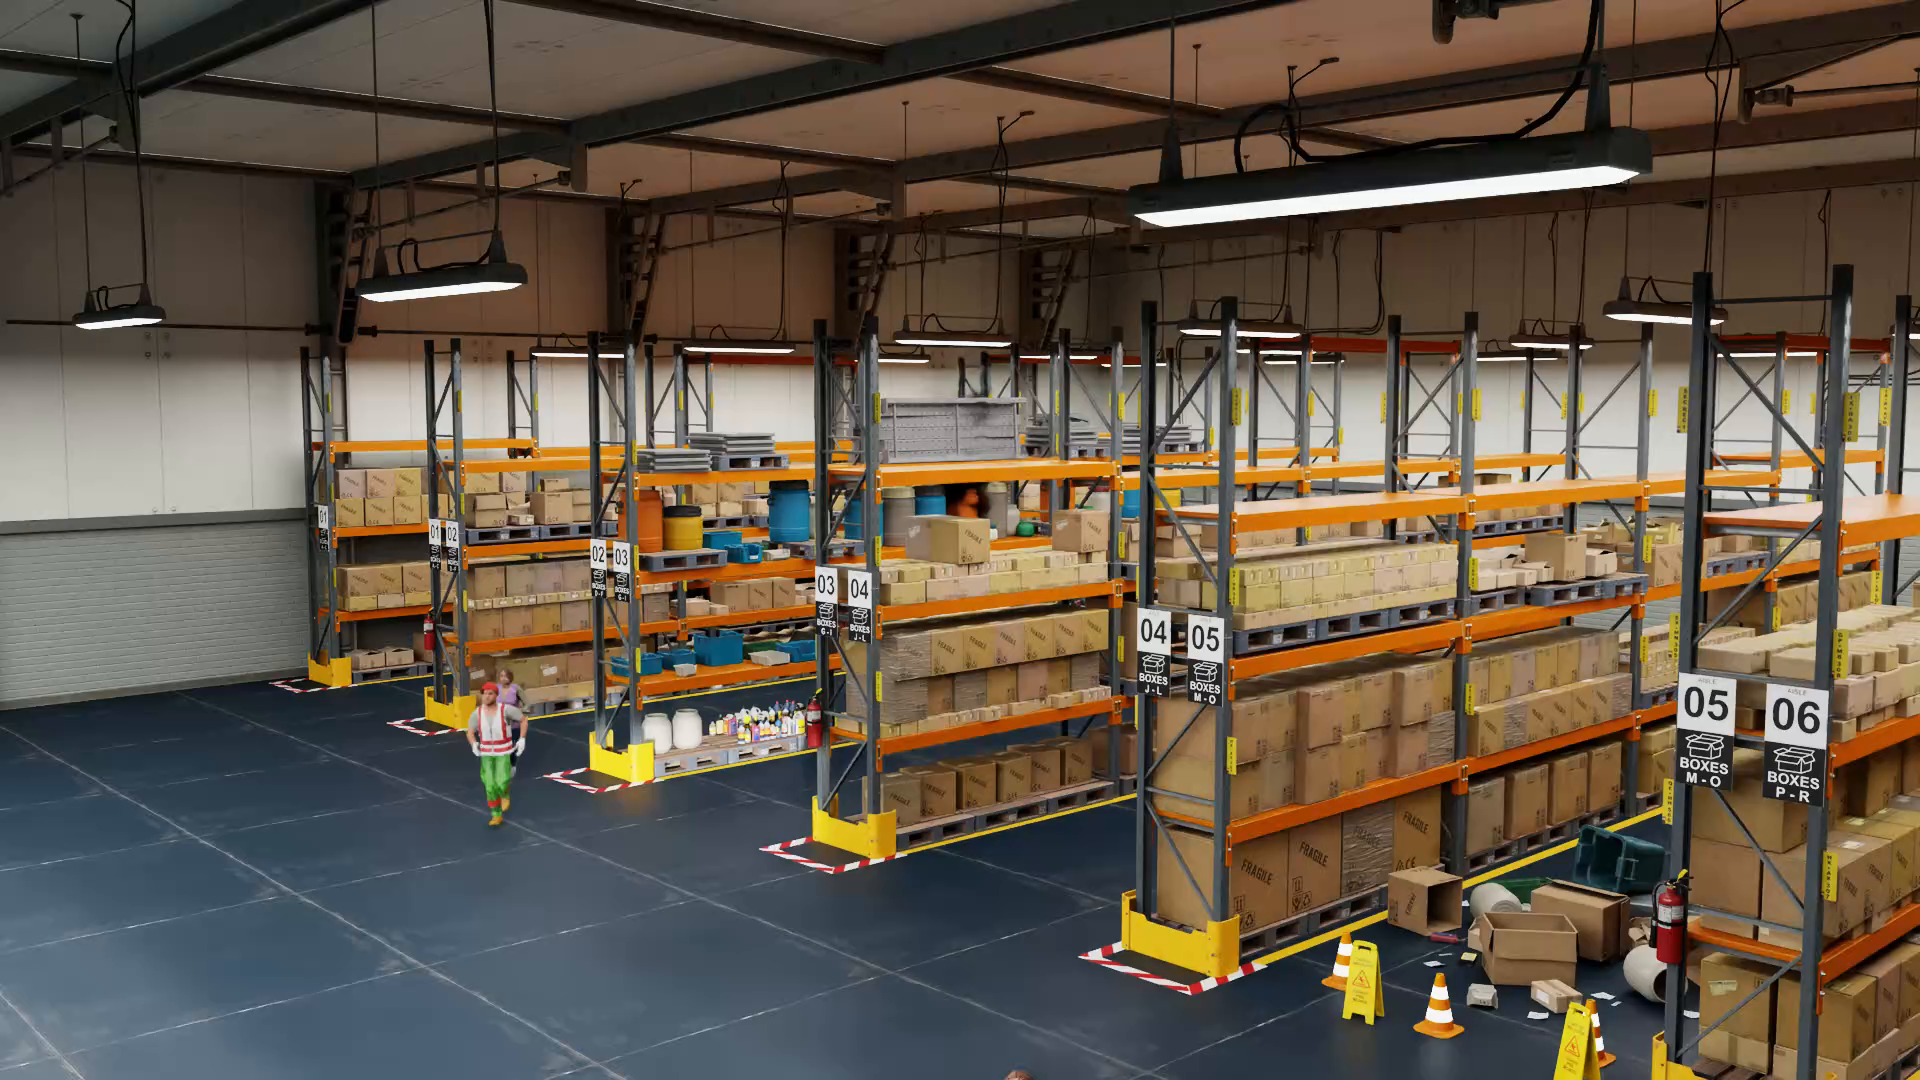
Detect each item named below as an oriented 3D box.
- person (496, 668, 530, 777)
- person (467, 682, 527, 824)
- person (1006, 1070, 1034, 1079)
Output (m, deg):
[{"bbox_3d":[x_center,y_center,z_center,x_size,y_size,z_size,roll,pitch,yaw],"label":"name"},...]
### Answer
[{"bbox_3d":[-5.901,2.455,21.791,0.552,1.616,0.775,-1,5,-6],"label":"person"},{"bbox_3d":[-5.534,2.557,19.808,0.683,1.736,0.657,0,5,-2],"label":"person"},{"bbox_3d":[0.307,3.580,8.818,0.542,1.576,0.889,0,5,5],"label":"person"}]
